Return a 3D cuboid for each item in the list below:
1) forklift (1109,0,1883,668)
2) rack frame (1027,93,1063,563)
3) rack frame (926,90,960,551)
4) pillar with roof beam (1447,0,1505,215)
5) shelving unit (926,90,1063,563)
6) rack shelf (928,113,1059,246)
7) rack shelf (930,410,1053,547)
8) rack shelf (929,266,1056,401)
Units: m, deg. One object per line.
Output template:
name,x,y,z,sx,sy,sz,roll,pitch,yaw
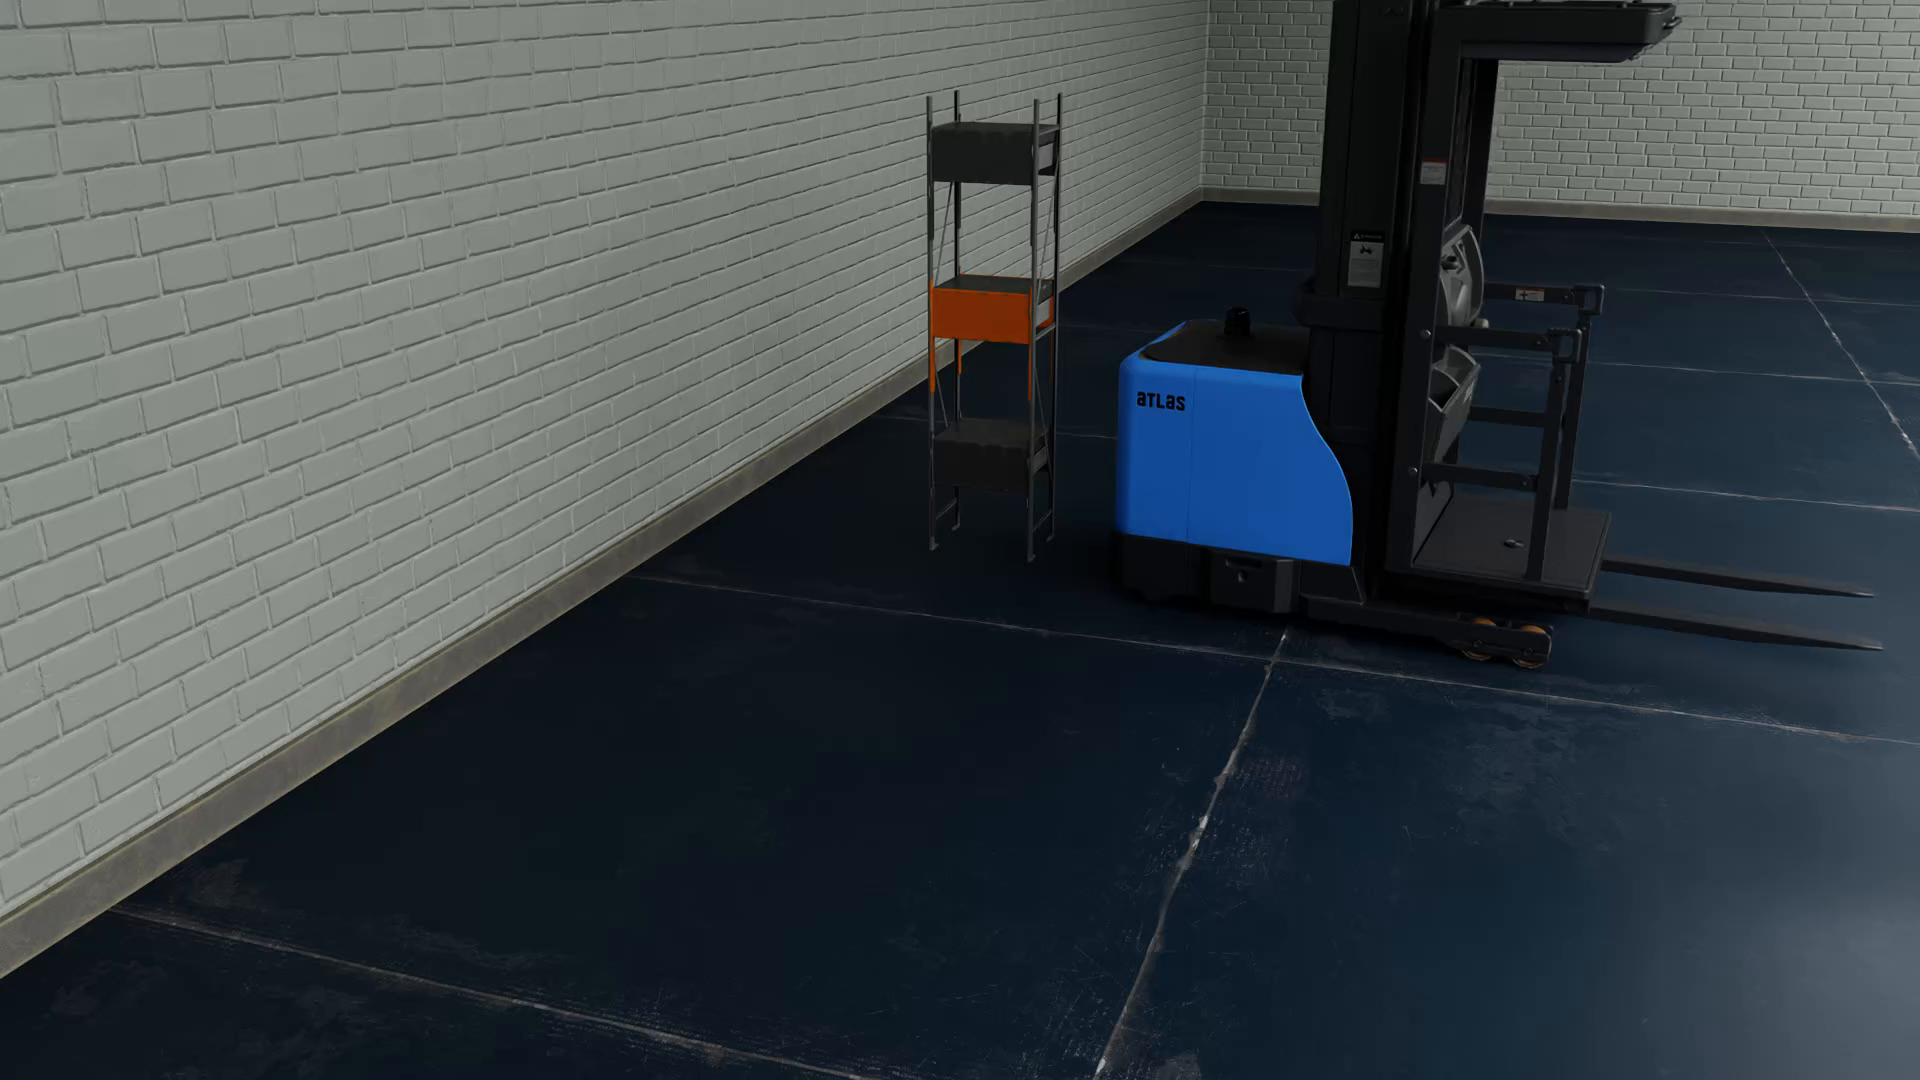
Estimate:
forklift,2.222,-1.073,6.702,3.031,2.935,1.130,9,21,23
rack frame,0.387,-0.947,7.604,0.015,2.100,0.400,7,20,18
rack frame,-0.074,-1.000,7.755,0.015,2.100,0.400,7,20,18
pillar with roof beam,4.177,-6.526,13.128,0.400,9.000,9.100,7,20,18
shelving unit,0.156,-0.974,7.679,0.503,2.100,0.431,7,20,18
rack shelf,0.156,-1.622,7.453,0.480,0.518,0.431,7,20,18
rack shelf,0.156,-0.300,7.914,0.480,0.518,0.431,7,20,18
rack shelf,0.156,-0.961,7.684,0.480,0.518,0.431,7,20,18
